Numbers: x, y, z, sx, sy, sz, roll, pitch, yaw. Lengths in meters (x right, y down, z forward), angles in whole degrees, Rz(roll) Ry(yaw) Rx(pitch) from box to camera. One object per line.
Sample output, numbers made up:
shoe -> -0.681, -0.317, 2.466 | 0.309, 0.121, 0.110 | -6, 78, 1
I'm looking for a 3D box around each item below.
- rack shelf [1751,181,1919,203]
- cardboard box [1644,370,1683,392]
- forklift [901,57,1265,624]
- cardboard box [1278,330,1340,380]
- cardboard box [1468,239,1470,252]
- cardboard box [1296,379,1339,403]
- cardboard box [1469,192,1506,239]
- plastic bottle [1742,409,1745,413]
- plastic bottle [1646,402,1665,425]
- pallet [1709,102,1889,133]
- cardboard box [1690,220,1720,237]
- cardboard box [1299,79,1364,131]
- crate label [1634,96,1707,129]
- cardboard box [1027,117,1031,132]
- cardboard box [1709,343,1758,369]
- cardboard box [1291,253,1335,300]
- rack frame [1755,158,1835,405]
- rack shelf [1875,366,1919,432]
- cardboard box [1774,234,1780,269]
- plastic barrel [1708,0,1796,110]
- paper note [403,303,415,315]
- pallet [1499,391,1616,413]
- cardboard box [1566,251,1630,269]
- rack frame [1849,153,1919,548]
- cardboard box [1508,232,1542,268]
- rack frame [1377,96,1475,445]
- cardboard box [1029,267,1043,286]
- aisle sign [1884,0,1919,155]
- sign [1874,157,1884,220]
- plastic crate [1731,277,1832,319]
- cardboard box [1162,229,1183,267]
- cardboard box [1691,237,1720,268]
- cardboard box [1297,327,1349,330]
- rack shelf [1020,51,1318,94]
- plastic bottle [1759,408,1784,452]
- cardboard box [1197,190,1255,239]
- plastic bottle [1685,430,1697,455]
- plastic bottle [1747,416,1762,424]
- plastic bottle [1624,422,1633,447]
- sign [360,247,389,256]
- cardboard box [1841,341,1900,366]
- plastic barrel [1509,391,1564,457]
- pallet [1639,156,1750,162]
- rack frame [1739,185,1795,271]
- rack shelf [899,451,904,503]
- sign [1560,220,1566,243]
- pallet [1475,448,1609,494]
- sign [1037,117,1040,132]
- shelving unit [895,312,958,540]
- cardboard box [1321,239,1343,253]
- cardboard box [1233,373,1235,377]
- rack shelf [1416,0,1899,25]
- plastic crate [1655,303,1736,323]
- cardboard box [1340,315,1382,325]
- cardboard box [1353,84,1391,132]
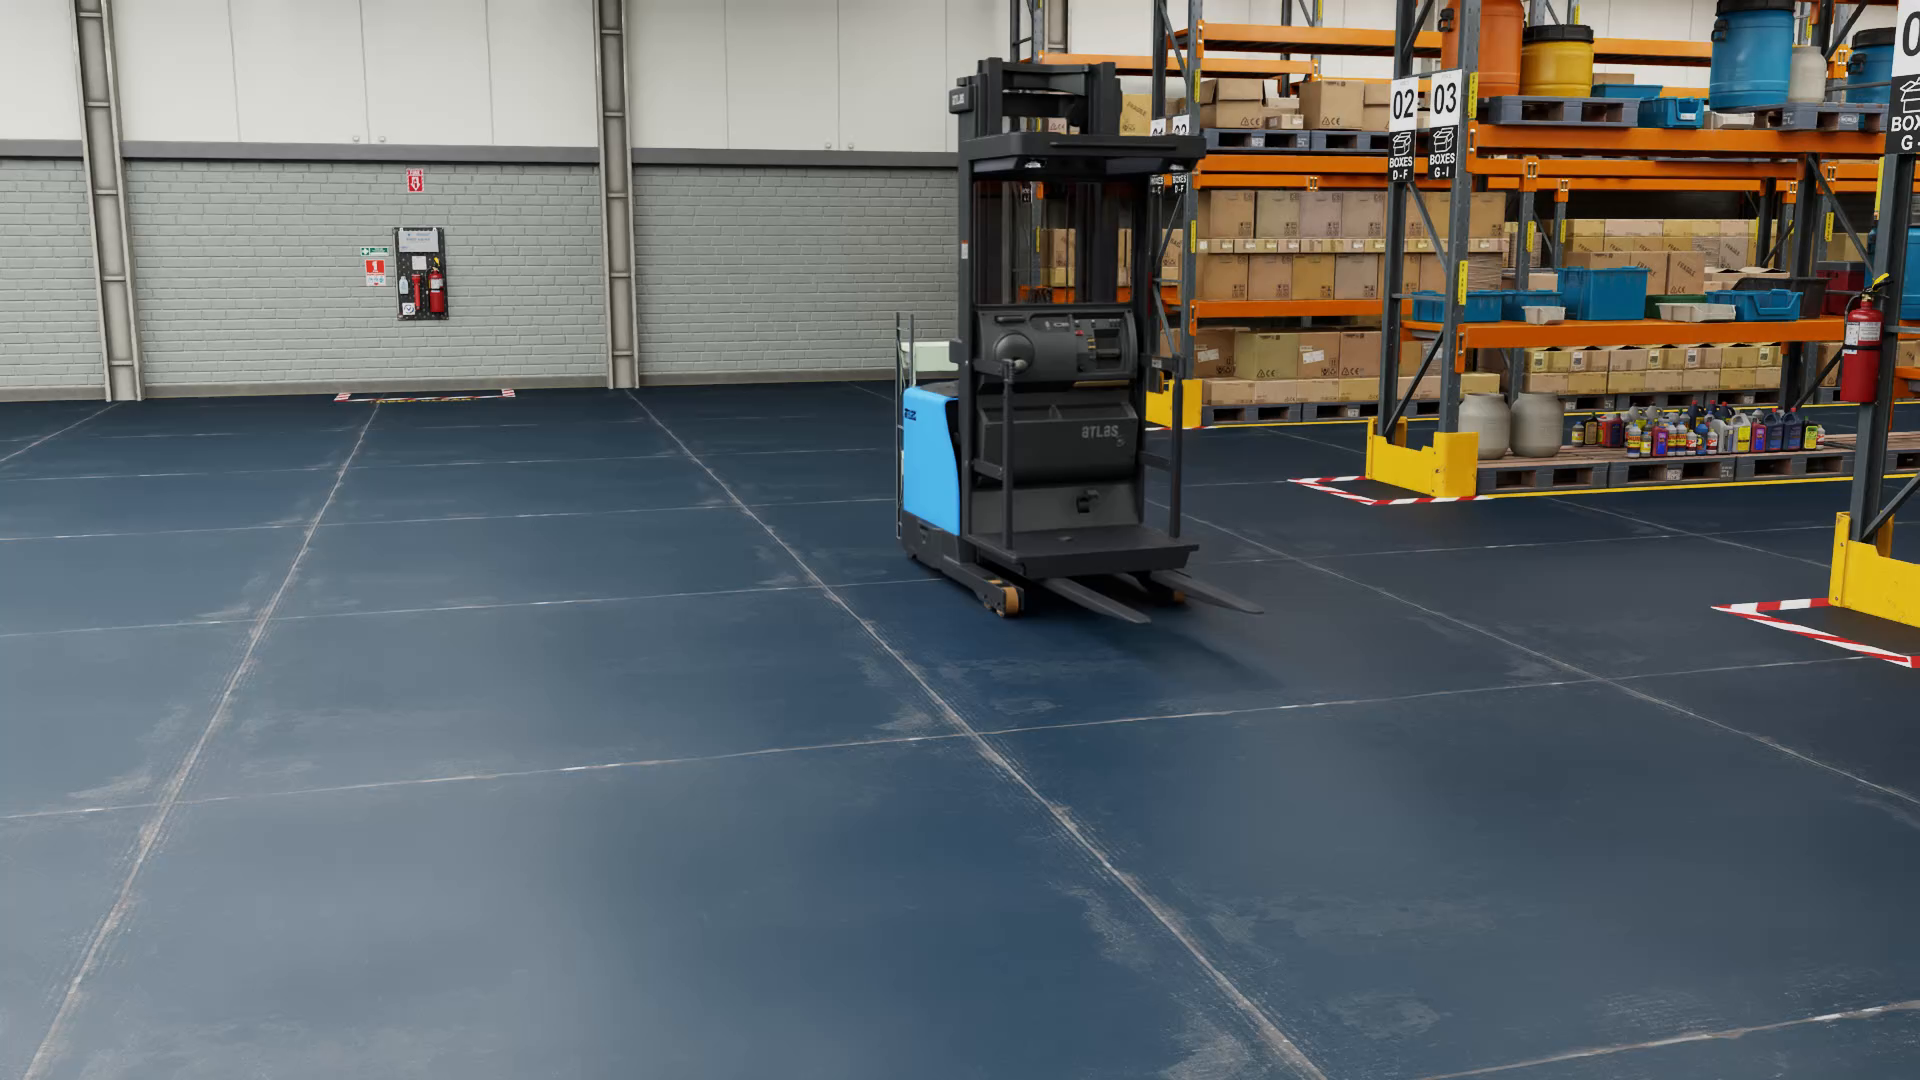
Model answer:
rack shelf -> 14.308, -5.448, 26.058 | 4.000, 0.370, 1.077 | -3, 11, -16
cardboard box -> 8.027, -1.869, 19.350 | 0.500, 0.250, 0.500 | -3, 11, -15
forklift -> 0.622, -1.115, 9.009 | 1.130, 2.935, 3.031 | -4, 11, -20
cardboard box -> 3.787, -2.022, 18.109 | 0.500, 0.500, 0.500 | -3, 11, -16
cardboard box -> 5.405, -3.251, 18.354 | 0.250, 0.149, 0.380 | -3, 11, -18
cardboard box -> 3.790, -1.651, 18.166 | 0.500, 0.250, 0.500 | -3, 11, -16
cardboard box -> 5.670, -3.623, 18.585 | 0.500, 0.500, 0.700 | -3, 11, -16
plastic bottle -> 6.774, -0.999, 14.478 | 0.133, 0.283, 0.061 | -3, 11, -16
plastic bottle -> 5.995, -1.012, 14.362 | 0.185, 0.351, 0.144 | -3, 11, -16
pallet -> 6.810, -3.427, 13.616 | 1.003, 0.211, 1.213 | -3, 11, -16
cardboard box -> 11.027, -4.682, 24.968 | 0.500, 0.250, 0.500 | -3, 11, -15
cardboard box -> 3.925, -4.594, 17.607 | 0.500, 0.500, 0.500 | -3, 11, -16
crate label -> 5.524, -3.335, 13.006 | 0.408, 0.251, 0.502 | -3, 11, -16
cardboard box -> 1.207, -5.712, 22.409 | 0.500, 0.500, 0.500 | -3, 11, -13
cardboard box -> 9.004, -2.196, 19.573 | 0.500, 0.311, 0.500 | -3, 11, -17
cardboard box -> 3.687, -2.879, 18.127 | 0.500, 0.500, 0.700 | -3, 11, -16
rack frame -> 9.935, -3.162, 19.939 | 0.127, 3.000, 1.000 | -3, 11, -16
rack shelf -> 6.939, -0.783, 8.999 | 4.000, 0.370, 1.077 | -3, 11, -16
cardboard box -> 12.913, -4.398, 25.821 | 0.700, 0.700, 0.980 | -3, 11, -15
plastic barrel -> 6.490, -3.995, 13.633 | 0.708, 0.901, 0.600 | -3, 11, -16
paper note -> -7.037, -2.952, 21.229 | 0.142, 0.148, 0.016 | -3, 11, -16
pallet -> 6.791, -1.633, 19.331 | 1.213, 0.211, 1.003 | -3, 11, -16
cardboard box -> 7.342, -3.072, 19.171 | 0.500, 0.500, 0.500 | -2, 11, -12
rack frame -> 5.019, -1.035, 8.384 | 0.127, 3.000, 1.000 | -3, 11, -16
cardboard box -> 8.098, -4.263, 24.428 | 0.500, 0.500, 0.700 | -4, 11, -23
rack frame -> 3.635, -1.896, 13.061 | 0.127, 3.000, 1.000 | -3, 11, -16
cardboard box -> 1.260, -3.612, 22.740 | 0.500, 0.250, 0.500 | -3, 11, -15
aisle sign -> 4.876, -2.363, 8.415 | 0.004, 0.787, 0.394 | -3, 11, -16
sign -> 4.883, -1.857, 8.780 | 0.005, 0.325, 0.100 | -3, 11, -16
plastic crate -> 6.937, -2.064, 14.143 | 0.504, 0.338, 0.767 | -3, 11, -16
cardboard box -> 2.876, -3.972, 22.623 | 0.500, 0.500, 0.500 | -3, 11, -14
cardboard box -> 11.043, -4.312, 25.032 | 0.500, 0.500, 0.500 | -3, 11, -16
cardboard box -> 4.122, -2.138, 18.736 | 0.500, 0.500, 0.500 | -3, 11, -16
rack shelf -> 2.786, -6.315, 22.488 | 4.000, 0.370, 1.077 | -3, 11, -16
plastic bottle -> 6.753, -0.920, 13.859 | 0.185, 0.351, 0.144 | -4, 11, -19
cardboard box -> 2.756, -3.469, 17.744 | 0.500, 0.500, 0.700 | -3, 11, -16
plastic bottle -> 5.983, -0.801, 13.628 | 0.097, 0.201, 0.097 | 0, 10, 0
plastic bottle -> 6.688, -0.907, 13.999 | 0.135, 0.276, 0.152 | -3, 11, -16
plastic bottle -> 5.711, -0.900, 14.162 | 0.097, 0.201, 0.097 | 0, 10, 0
sign -> -7.401, -3.649, 21.020 | 0.331, 0.109, 0.001 | -3, 11, -16
cardboard box -> 10.953, -2.150, 20.130 | 0.500, 0.500, 0.500 | -3, 11, -18
plastic barrel -> 4.727, -0.951, 13.639 | 0.421, 0.512, 0.421 | 0, 10, 0
pallet -> 8.235, -4.438, 19.103 | 1.213, 0.211, 1.003 | -2, 11, -13
rack frame -> 12.387, -4.226, 25.715 | 0.127, 3.000, 1.000 | -3, 11, -16
rack shelf -> -0.006, -0.417, 10.968 | 0.720, 0.370, 0.431 | -3, 11, -16
sign -> 8.708, -4.460, 24.008 | 0.005, 0.325, 0.100 | -3, 11, -16
pallet -> 4.476, -0.577, 13.597 | 1.213, 0.211, 1.003 | -3, 11, -16
sign -> 1.018, -5.429, 21.553 | 0.005, 0.325, 0.100 | -3, 11, -16
shelving unit -> -0.006, -0.737, 10.909 | 0.755, 1.500, 0.431 | -3, 11, -16
cardboard box -> 3.927, -3.174, 17.932 | 0.250, 0.149, 0.380 | -3, 11, -17
cardboard box -> 3.163, -1.718, 18.526 | 0.500, 0.250, 0.500 | -3, 11, -16
rack shelf -> 5.555, -4.397, 13.169 | 4.000, 0.370, 1.077 | -3, 11, -16
plastic crate -> 5.987, -1.843, 13.499 | 0.437, 0.136, 0.530 | -3, 11, -16
cardboard box -> 5.830, -3.240, 23.977 | 0.500, 0.250, 0.500 | -3, 11, -17
cardboard box -> 4.478, -4.700, 18.174 | 0.637, 0.503, 0.797 | -2, 11, -10
